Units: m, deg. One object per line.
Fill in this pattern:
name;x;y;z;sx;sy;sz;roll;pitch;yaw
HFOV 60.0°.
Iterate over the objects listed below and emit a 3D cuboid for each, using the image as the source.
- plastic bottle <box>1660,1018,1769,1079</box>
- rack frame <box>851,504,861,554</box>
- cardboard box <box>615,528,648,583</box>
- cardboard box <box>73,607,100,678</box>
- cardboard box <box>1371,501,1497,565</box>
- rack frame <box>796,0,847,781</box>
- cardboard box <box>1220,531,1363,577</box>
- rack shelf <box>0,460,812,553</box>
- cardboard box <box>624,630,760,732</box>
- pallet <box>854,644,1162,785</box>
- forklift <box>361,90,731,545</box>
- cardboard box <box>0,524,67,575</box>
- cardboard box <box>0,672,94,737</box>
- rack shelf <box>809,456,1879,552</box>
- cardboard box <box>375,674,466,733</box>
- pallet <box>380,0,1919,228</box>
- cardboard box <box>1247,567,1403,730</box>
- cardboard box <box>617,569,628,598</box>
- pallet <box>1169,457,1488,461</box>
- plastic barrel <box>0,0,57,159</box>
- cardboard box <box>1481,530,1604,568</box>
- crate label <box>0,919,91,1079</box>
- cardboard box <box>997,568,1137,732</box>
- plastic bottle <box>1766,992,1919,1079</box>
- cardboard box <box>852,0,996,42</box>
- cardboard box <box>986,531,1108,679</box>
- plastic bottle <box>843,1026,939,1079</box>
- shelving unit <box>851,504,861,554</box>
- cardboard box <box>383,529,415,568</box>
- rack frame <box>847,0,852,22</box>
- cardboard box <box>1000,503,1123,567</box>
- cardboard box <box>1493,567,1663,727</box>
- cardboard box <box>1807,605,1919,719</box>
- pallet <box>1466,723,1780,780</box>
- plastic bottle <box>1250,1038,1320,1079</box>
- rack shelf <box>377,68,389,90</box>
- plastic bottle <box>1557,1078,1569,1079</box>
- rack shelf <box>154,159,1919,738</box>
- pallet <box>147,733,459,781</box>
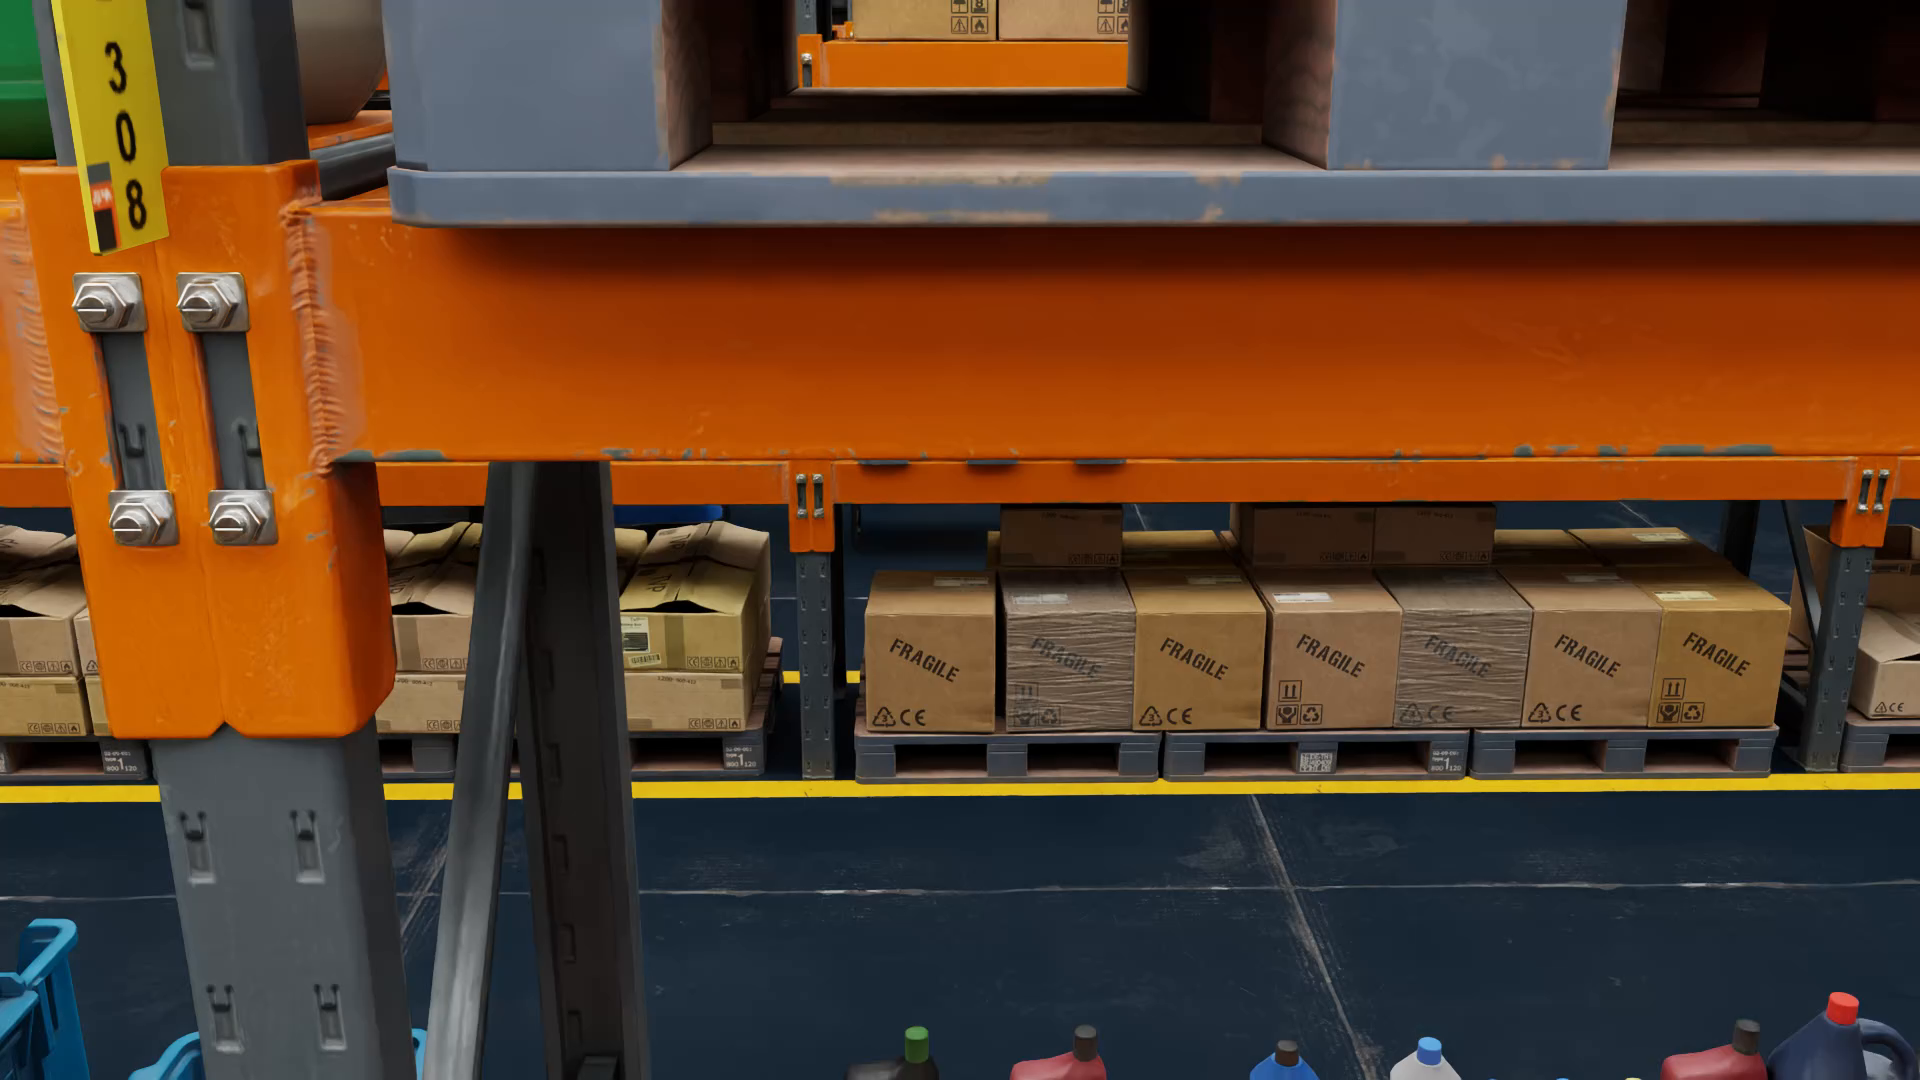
plastic bottle;1.048;0.802;2.328;0.133;0.283;0.061;0;18;-1
rack frame;-0.594;-0.711;9.310;0.032;1.500;0.500;0;18;-1
cardboard box;-1.621;0.132;7.123;0.500;0.311;0.500;-1;18;-2
cardboard box;-3.132;0.303;6.587;0.500;0.311;0.500;-1;18;-3
cardboard box;1.945;-0.092;7.067;0.500;0.250;0.500;0;18;-1
rack frame;-0.567;-0.629;6.597;0.127;3.000;1.000;0;18;-1
cardboard box;1.406;0.269;7.170;0.500;0.500;0.500;-1;18;-3
rack shelf;-2.567;-0.277;6.677;4.000;0.370;1.077;0;18;-1
cardboard box;-1.090;0.558;6.713;0.500;0.250;0.500;0;18;0
pallet;0.180;0.707;6.998;1.213;0.211;1.003;0;18;-1
forklift;-2.817;-1.309;8.829;3.031;2.935;1.130;-2;18;-5
cardboard box;-4.167;0.143;7.086;0.500;0.311;0.500;0;18;-1
cardboard box;-3.649;0.572;6.669;0.500;0.250;0.500;0;18;1
rack shelf;1.432;-0.296;6.737;4.000;0.370;1.077;0;18;-1
cardboard box;-2.108;0.563;6.697;0.500;0.250;0.500;0;18;0
pallet;0.273;-0.428;1.370;1.213;0.211;1.003;0;18;-1
cardboard box;1.439;0.428;6.675;0.500;0.500;0.500;-1;18;-3
cardboard box;-1.607;0.296;6.611;0.500;0.311;0.500;-1;18;-2
pallet;1.377;-0.548;6.660;1.213;0.211;1.003;0;18;-1
plastic barrel;-0.739;-0.453;1.394;0.294;0.245;0.294;0;18;0
cardboard box;2.411;0.267;7.178;0.500;0.500;0.500;0;18;0
crate label;-1.491;0.789;2.118;0.616;0.435;0.502;0;18;-1
cardboard box;0.416;0.433;6.659;0.500;0.500;0.500;-1;18;-3
plastic bottle;1.207;0.782;2.280;0.185;0.351;0.144;0;18;-1
cardboard box;-0.132;-2.117;6.162;0.500;0.500;0.910;0;18;-1
cardboard box;0.364;0.276;7.149;0.500;0.500;0.500;0;18;1
plastic bottle;-0.095;0.807;2.311;0.133;0.283;0.061;0;18;-1
shelving unit;-0.085;-0.714;9.317;1.048;1.500;0.538;0;18;-1
cardboard box;-2.645;0.136;7.109;0.500;0.311;0.500;0;18;-2
rack frame;-0.649;-2.142;11.313;0.127;3.000;1.000;0;18;-1
cardboard box;0.420;-0.083;7.039;0.500;0.250;0.500;0;18;1
cardboard box;2.449;0.423;6.692;0.500;0.500;0.500;0;18;-1
cardboard box;3.855;0.487;6.801;0.500;0.311;0.500;0;18;-1
pallet;2.619;0.695;7.035;1.213;0.211;1.003;0;18;-1
plastic bottle;0.446;0.816;2.303;0.097;0.271;0.097;0;18;0
rack shelf;-2.567;-1.705;6.218;4.000;0.370;1.077;0;18;-1
plastic bottle;0.835;0.848;2.320;0.097;0.201;0.097;0;18;0
rack shelf;1.507;-0.211;1.562;4.000;0.370;1.077;0;18;-1
pallet;-2.608;0.696;7.032;1.213;0.211;1.003;0;18;-1
